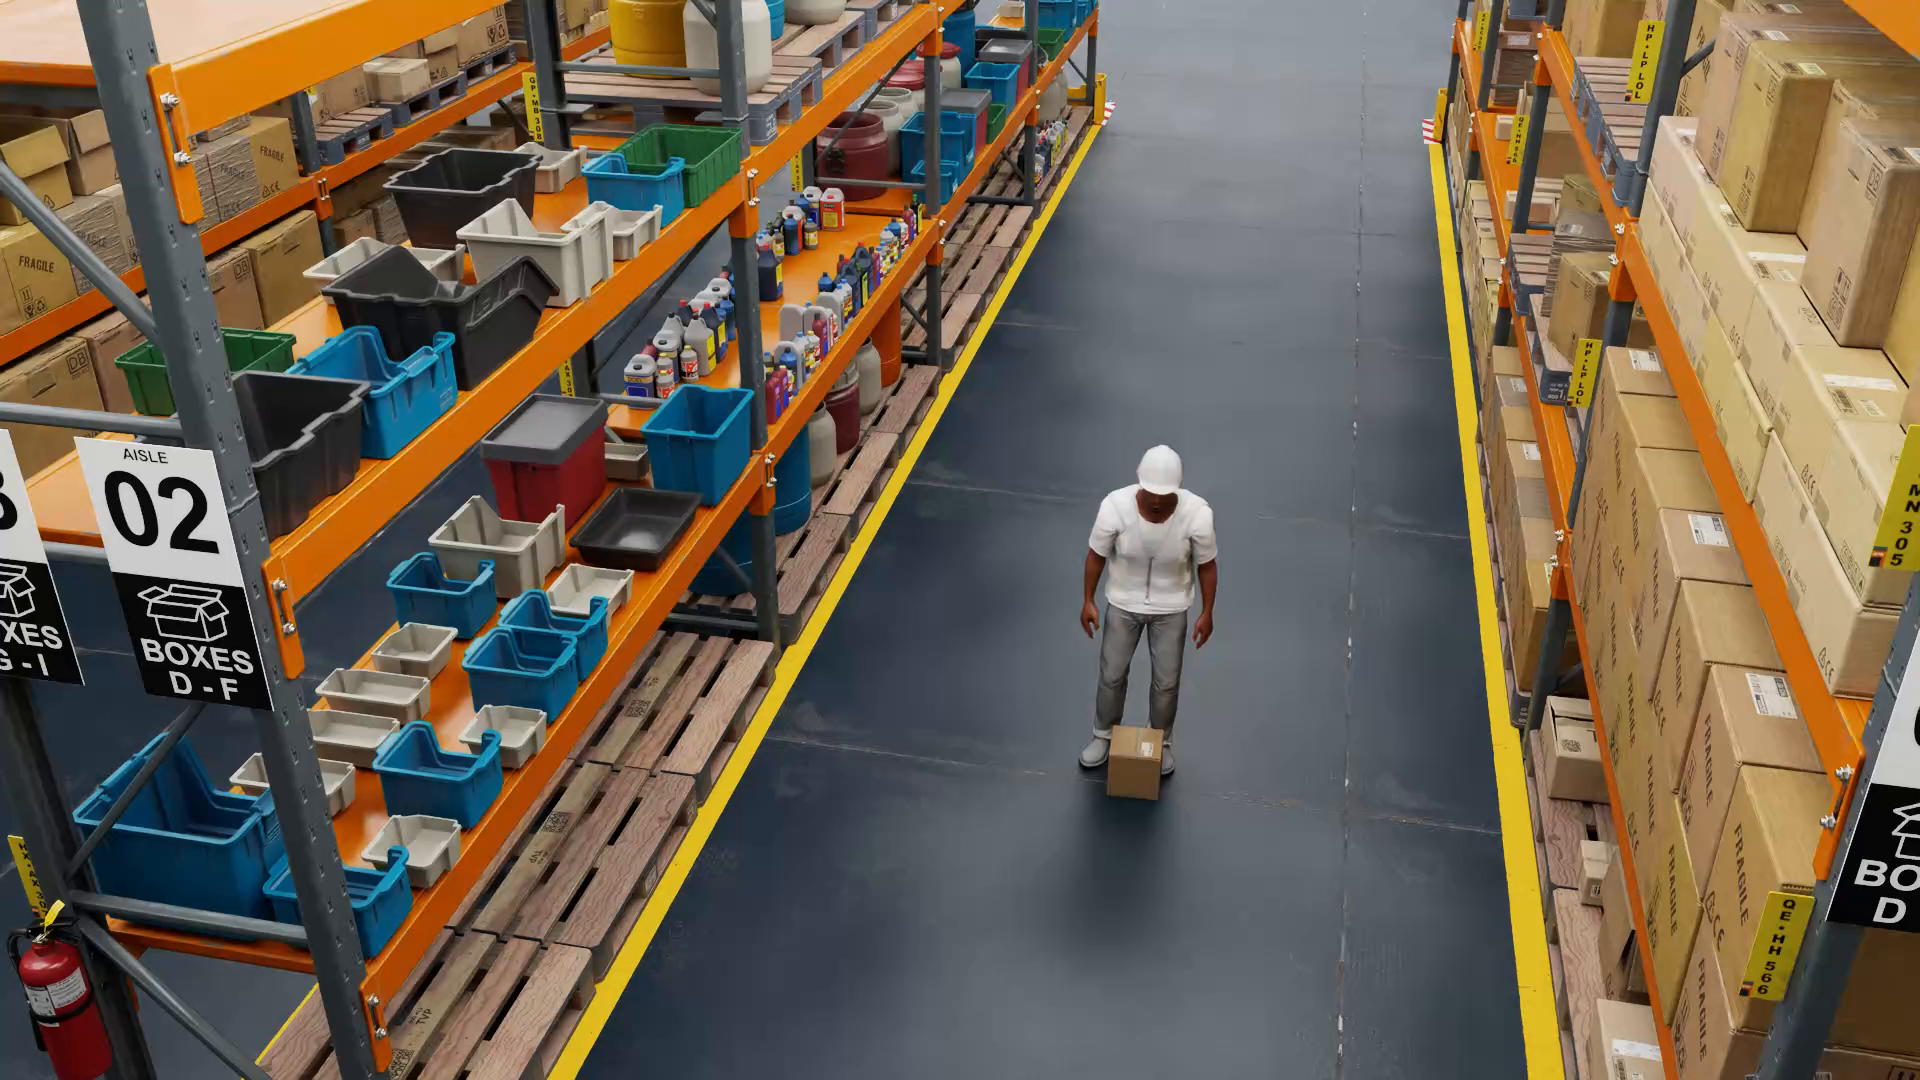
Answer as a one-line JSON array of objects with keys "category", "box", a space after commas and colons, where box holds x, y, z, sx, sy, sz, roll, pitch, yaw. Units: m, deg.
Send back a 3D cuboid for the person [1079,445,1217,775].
[{"category": "person", "box": [0.902, 0.327, 8.002, 0.638, 1.761, 0.459, 5, 29, 9]}]
